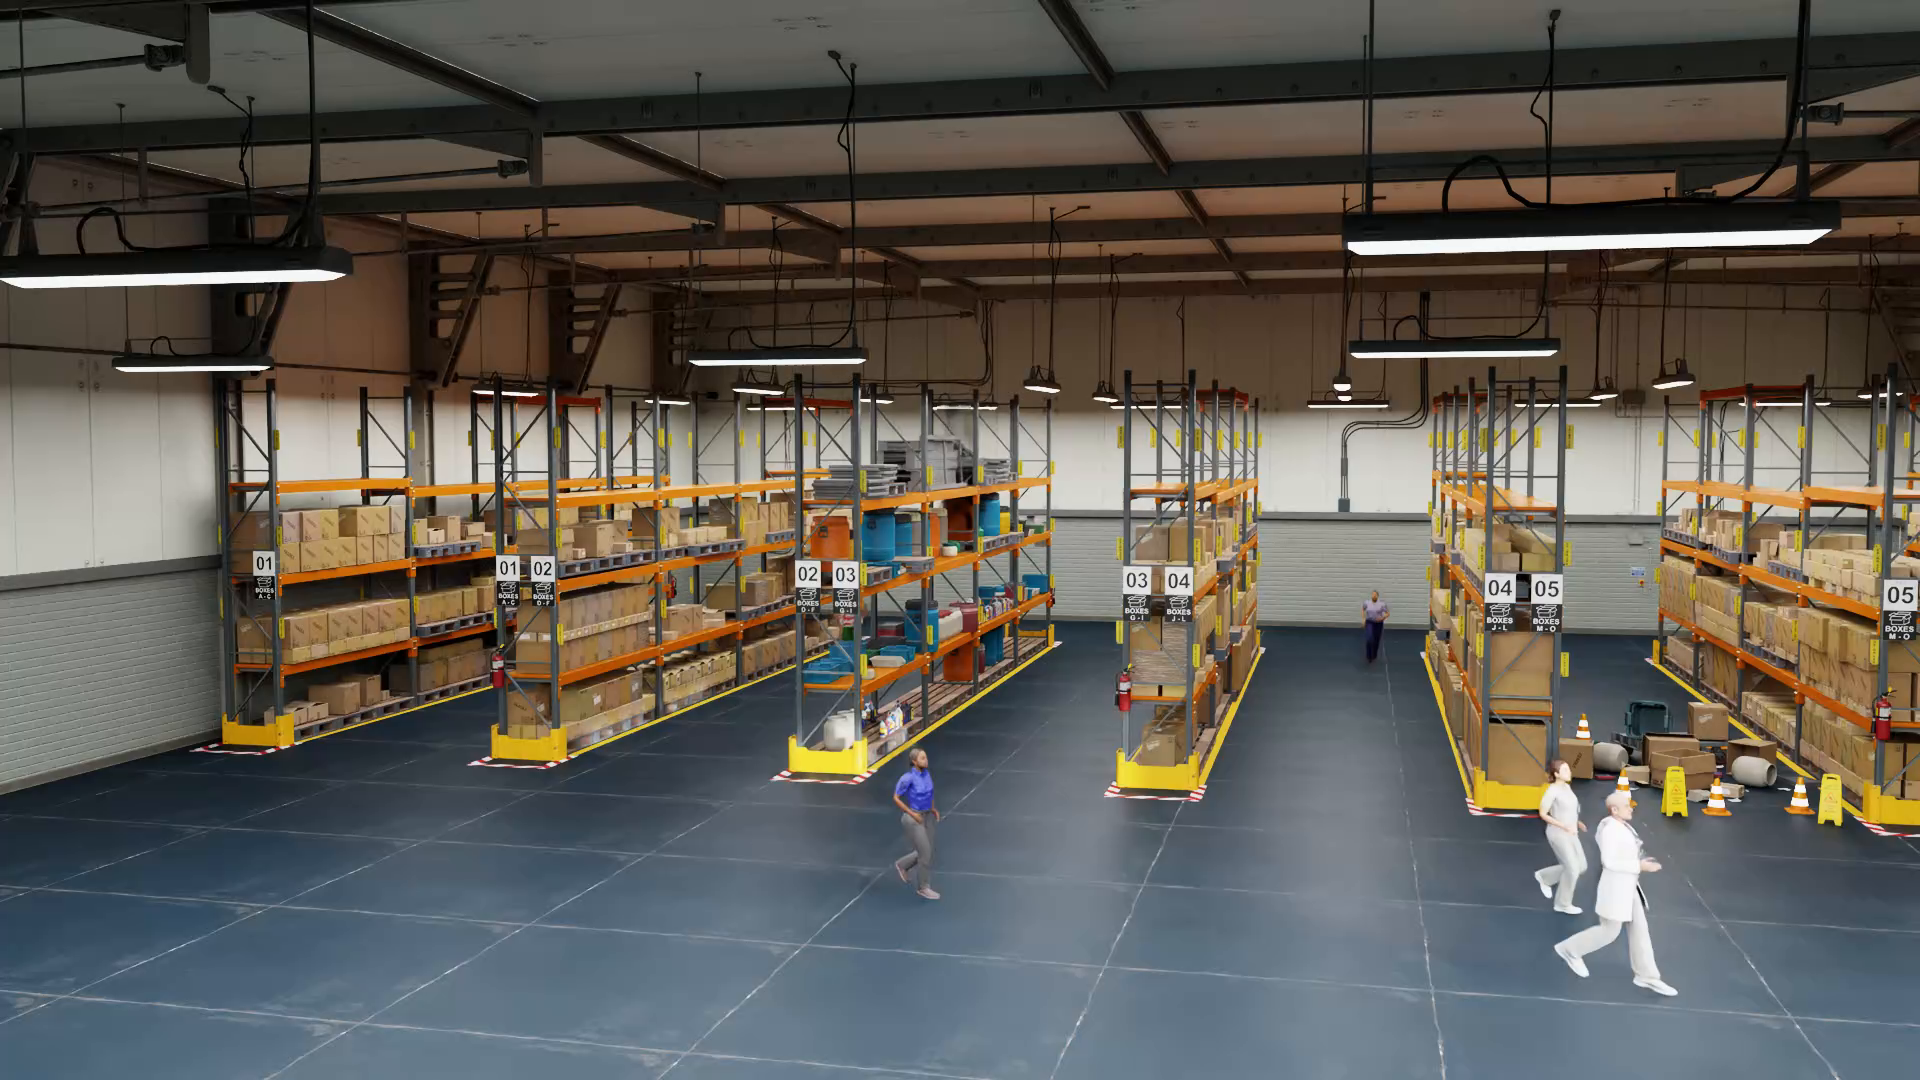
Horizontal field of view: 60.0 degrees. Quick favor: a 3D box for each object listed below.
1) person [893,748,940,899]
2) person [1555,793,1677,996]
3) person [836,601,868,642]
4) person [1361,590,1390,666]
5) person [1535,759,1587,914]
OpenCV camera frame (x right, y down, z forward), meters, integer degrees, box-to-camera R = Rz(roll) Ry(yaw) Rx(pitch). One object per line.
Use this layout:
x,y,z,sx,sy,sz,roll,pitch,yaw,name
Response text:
-0.489,3.143,18.283,0.621,1.551,0.587,2,4,35,person
5.966,3.186,15.106,1.049,1.781,0.710,3,4,36,person
-2.220,1.785,34.130,0.649,1.768,0.686,0,3,-3,person
9.307,1.958,37.271,0.619,1.686,0.794,1,4,15,person
6.349,3.128,17.653,0.561,1.617,0.594,-3,5,-40,person
